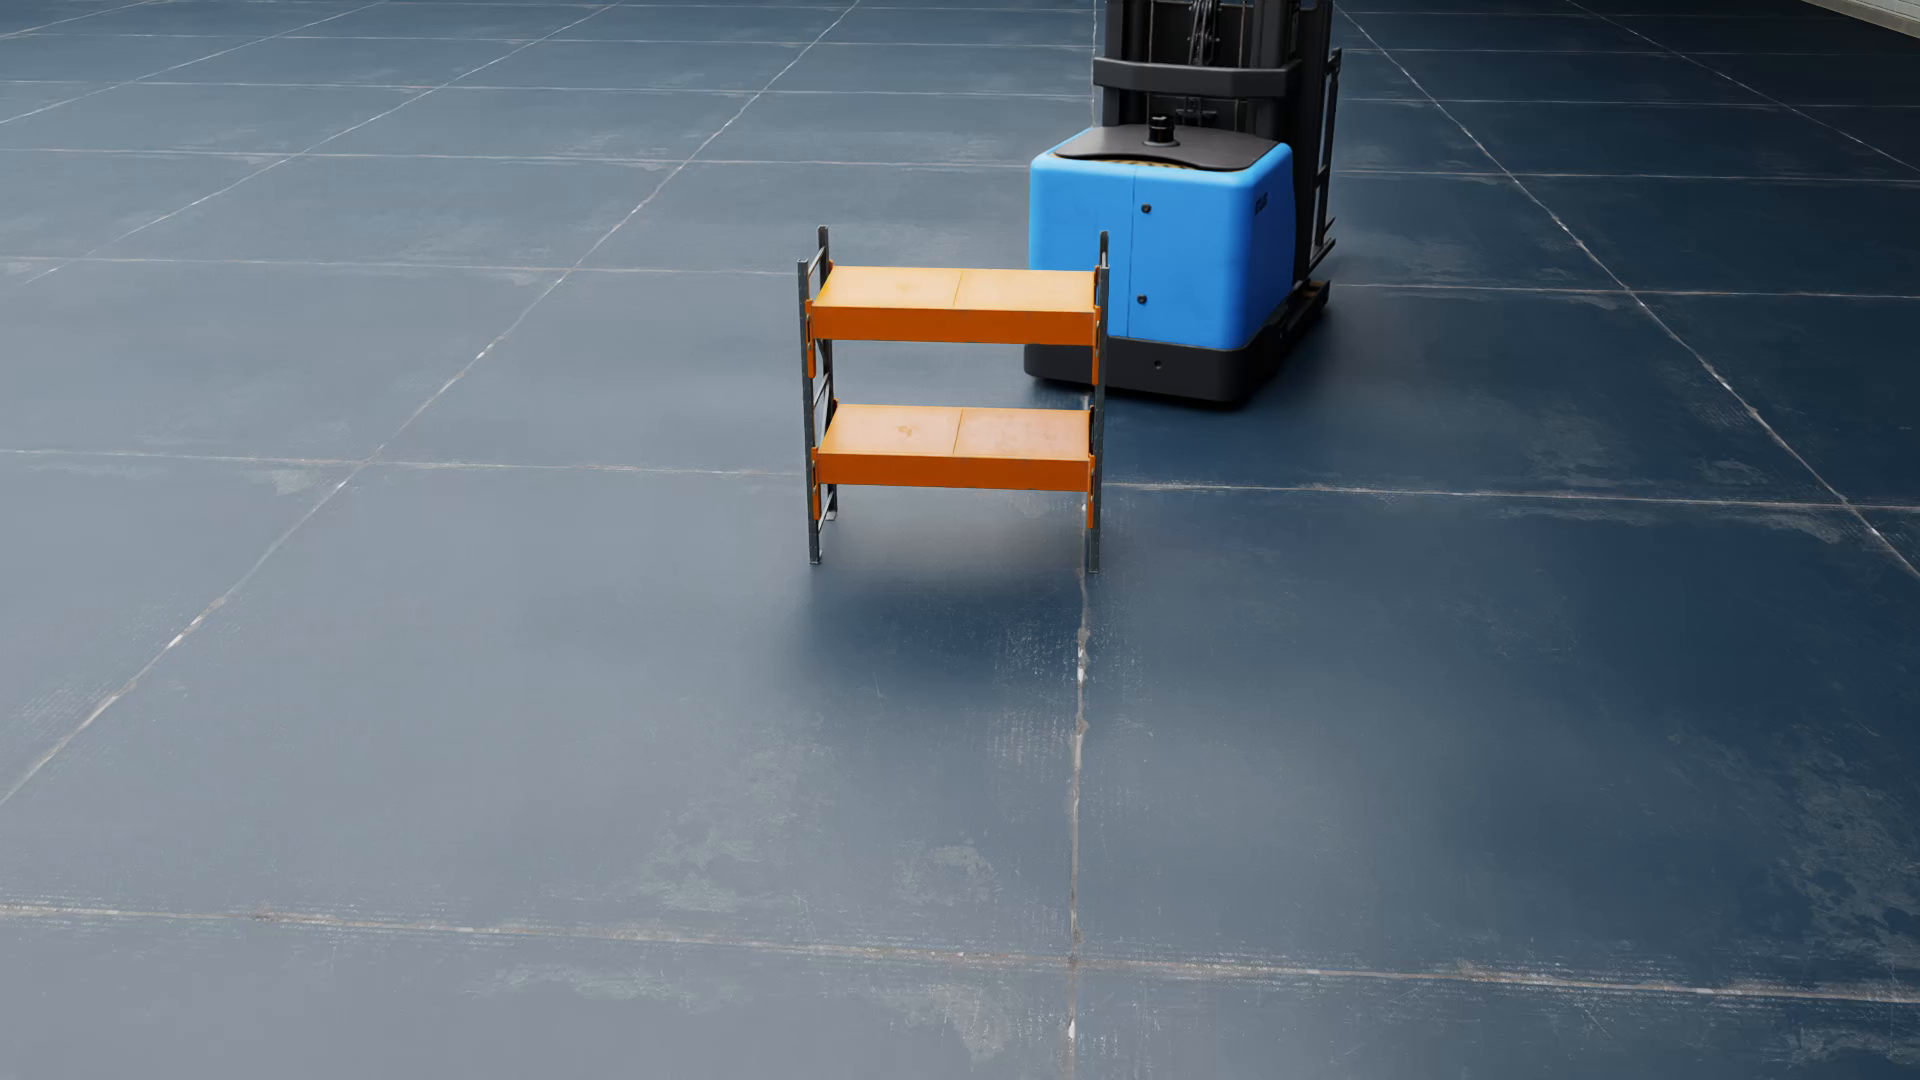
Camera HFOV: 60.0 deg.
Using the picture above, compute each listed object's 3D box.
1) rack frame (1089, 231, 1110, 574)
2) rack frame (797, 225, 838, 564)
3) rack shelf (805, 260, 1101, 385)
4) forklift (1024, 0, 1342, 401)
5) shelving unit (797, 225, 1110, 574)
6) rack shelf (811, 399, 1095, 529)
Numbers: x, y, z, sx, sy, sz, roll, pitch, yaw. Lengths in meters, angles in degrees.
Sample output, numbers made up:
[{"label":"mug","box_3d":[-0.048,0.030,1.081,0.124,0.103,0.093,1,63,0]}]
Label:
[{"label":"rack frame","box_3d":[0.500,-0.495,5.980,0.032,1.125,0.500,2,25,4]},{"label":"rack frame","box_3d":[-0.514,-0.527,6.051,0.032,1.125,0.500,2,25,4]},{"label":"rack shelf","box_3d":[-0.007,-0.777,5.893,1.000,0.278,0.538,2,25,4]},{"label":"forklift","box_3d":[1.336,-2.538,8.259,1.130,2.935,3.031,10,27,21]},{"label":"shelving unit","box_3d":[-0.007,-0.511,6.015,1.048,1.125,0.538,2,25,4]},{"label":"rack shelf","box_3d":[-0.007,-0.289,6.118,1.000,0.278,0.538,2,25,4]}]
